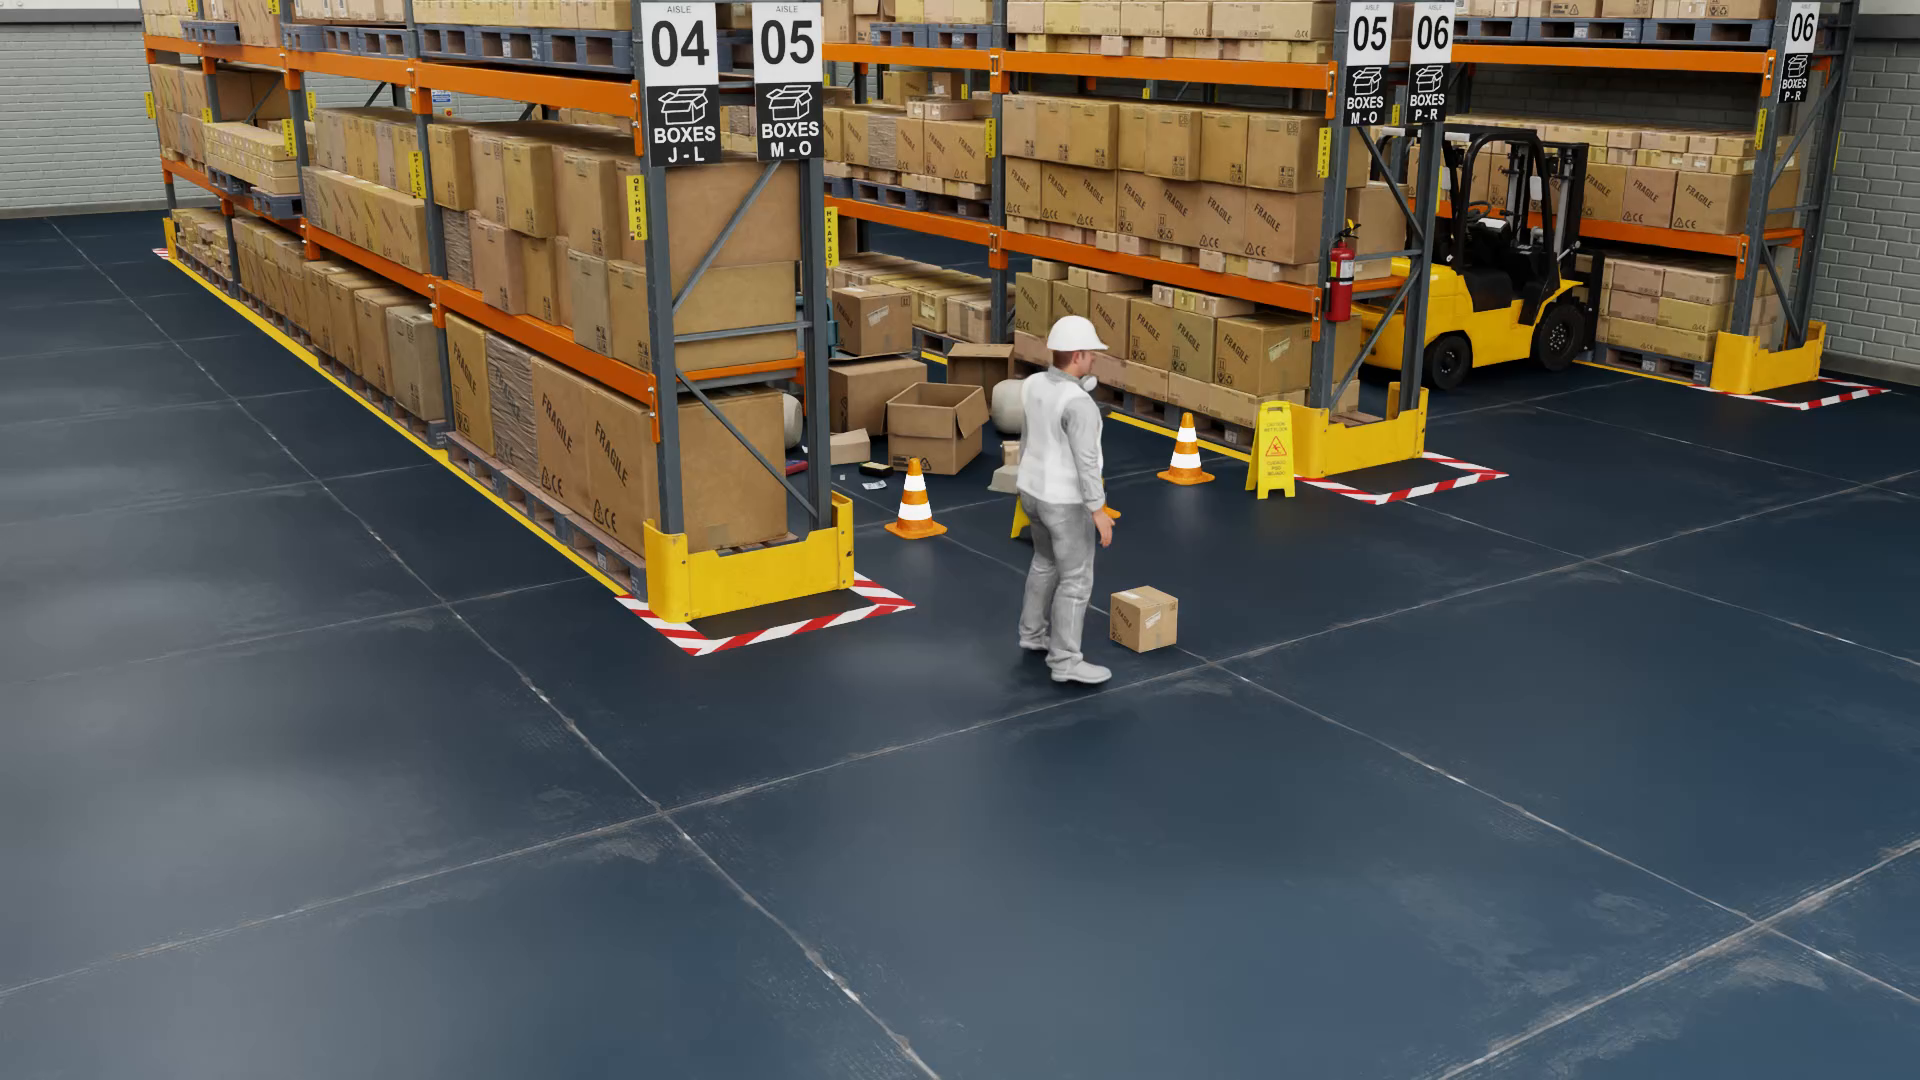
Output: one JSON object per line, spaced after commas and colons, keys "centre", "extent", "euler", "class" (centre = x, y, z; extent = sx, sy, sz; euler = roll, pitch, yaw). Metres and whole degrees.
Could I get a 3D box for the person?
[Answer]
{"centre": [0.501, -0.200, 8.097], "extent": [0.374, 1.800, 0.686], "euler": [-10, 21, -28], "class": "person"}
